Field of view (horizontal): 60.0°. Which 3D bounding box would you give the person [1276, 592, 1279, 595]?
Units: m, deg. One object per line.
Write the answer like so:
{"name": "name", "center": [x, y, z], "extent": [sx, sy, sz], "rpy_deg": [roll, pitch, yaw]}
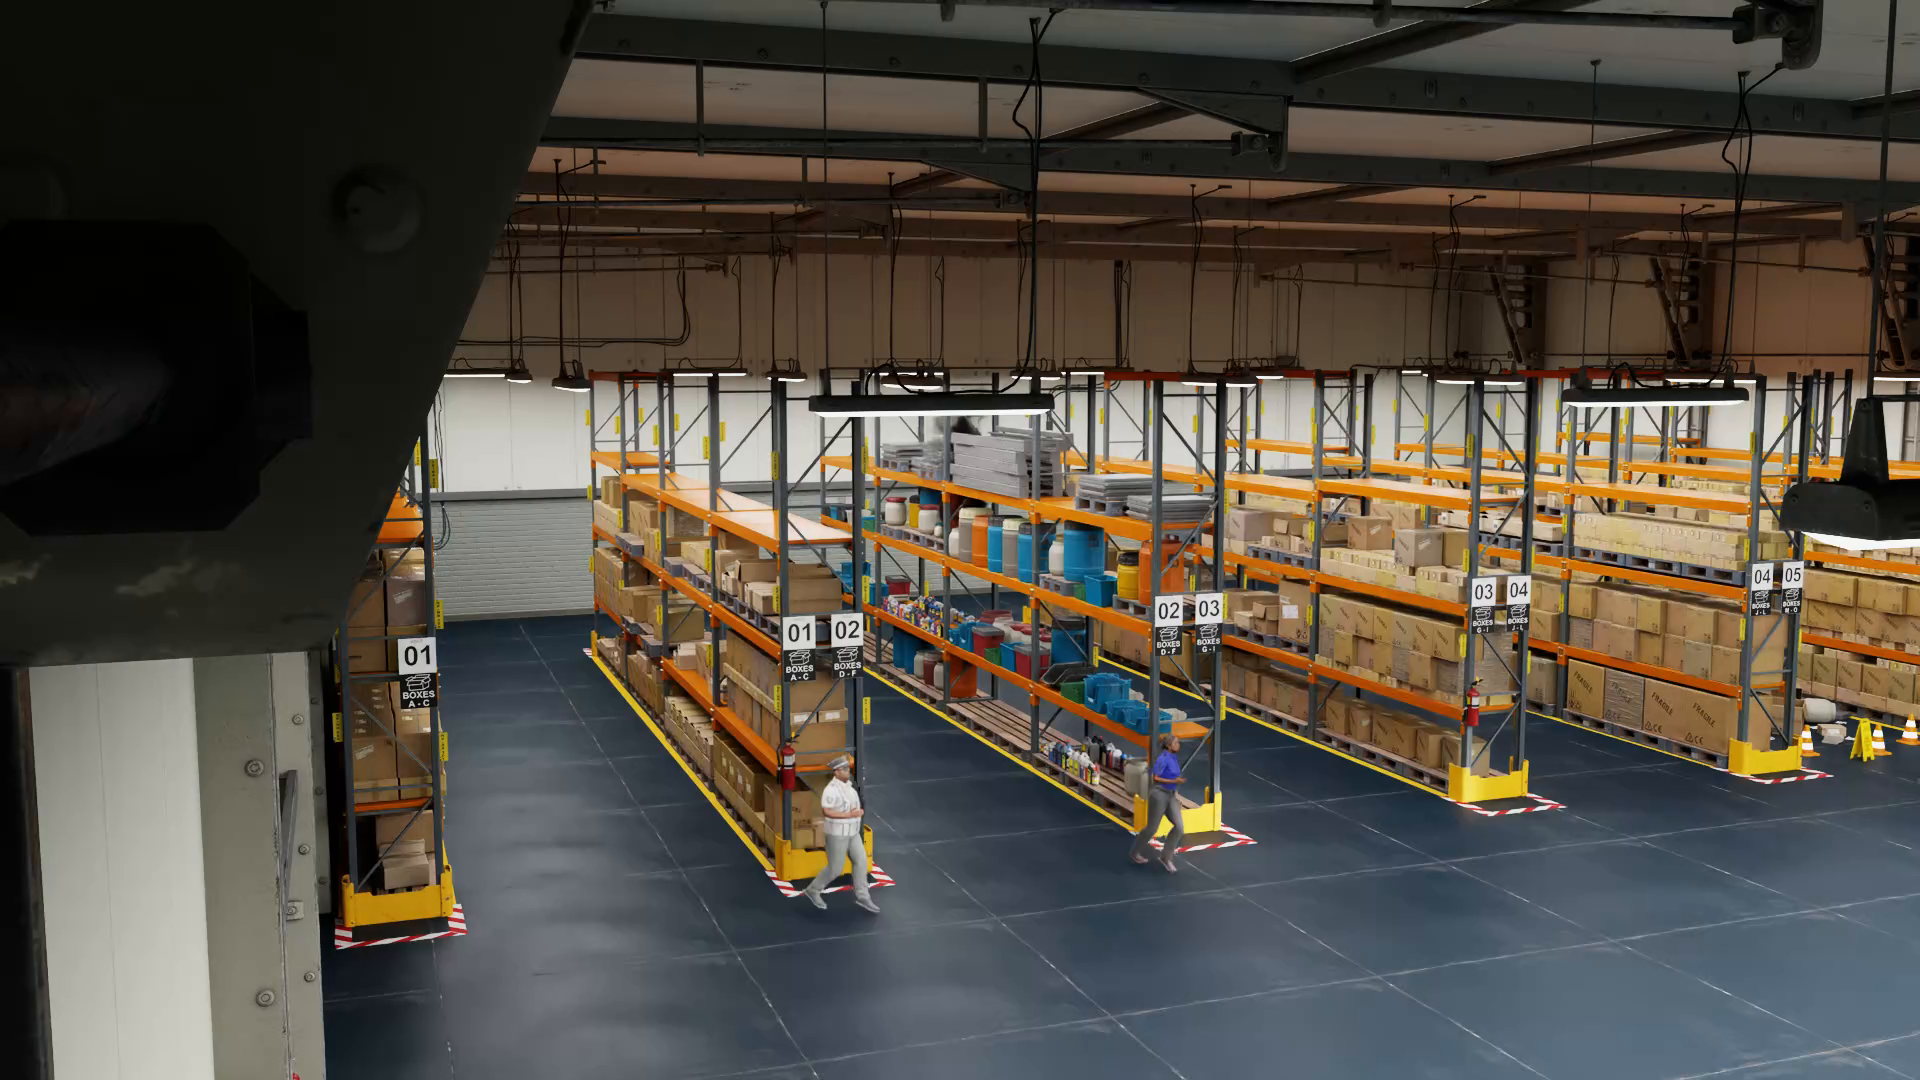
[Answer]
{"name": "person", "center": [6.917, 1.615, 35.273], "extent": [0.533, 1.556, 0.619], "rpy_deg": [-3, 7, -27]}

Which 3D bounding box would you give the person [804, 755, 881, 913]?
{"name": "person", "center": [-1.338, 3.338, 18.876], "extent": [0.871, 1.801, 0.667], "rpy_deg": [3, 7, 24]}

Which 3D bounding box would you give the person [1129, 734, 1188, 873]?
{"name": "person", "center": [2.528, 3.239, 20.618], "extent": [0.704, 1.676, 0.610], "rpy_deg": [5, 8, 39]}
